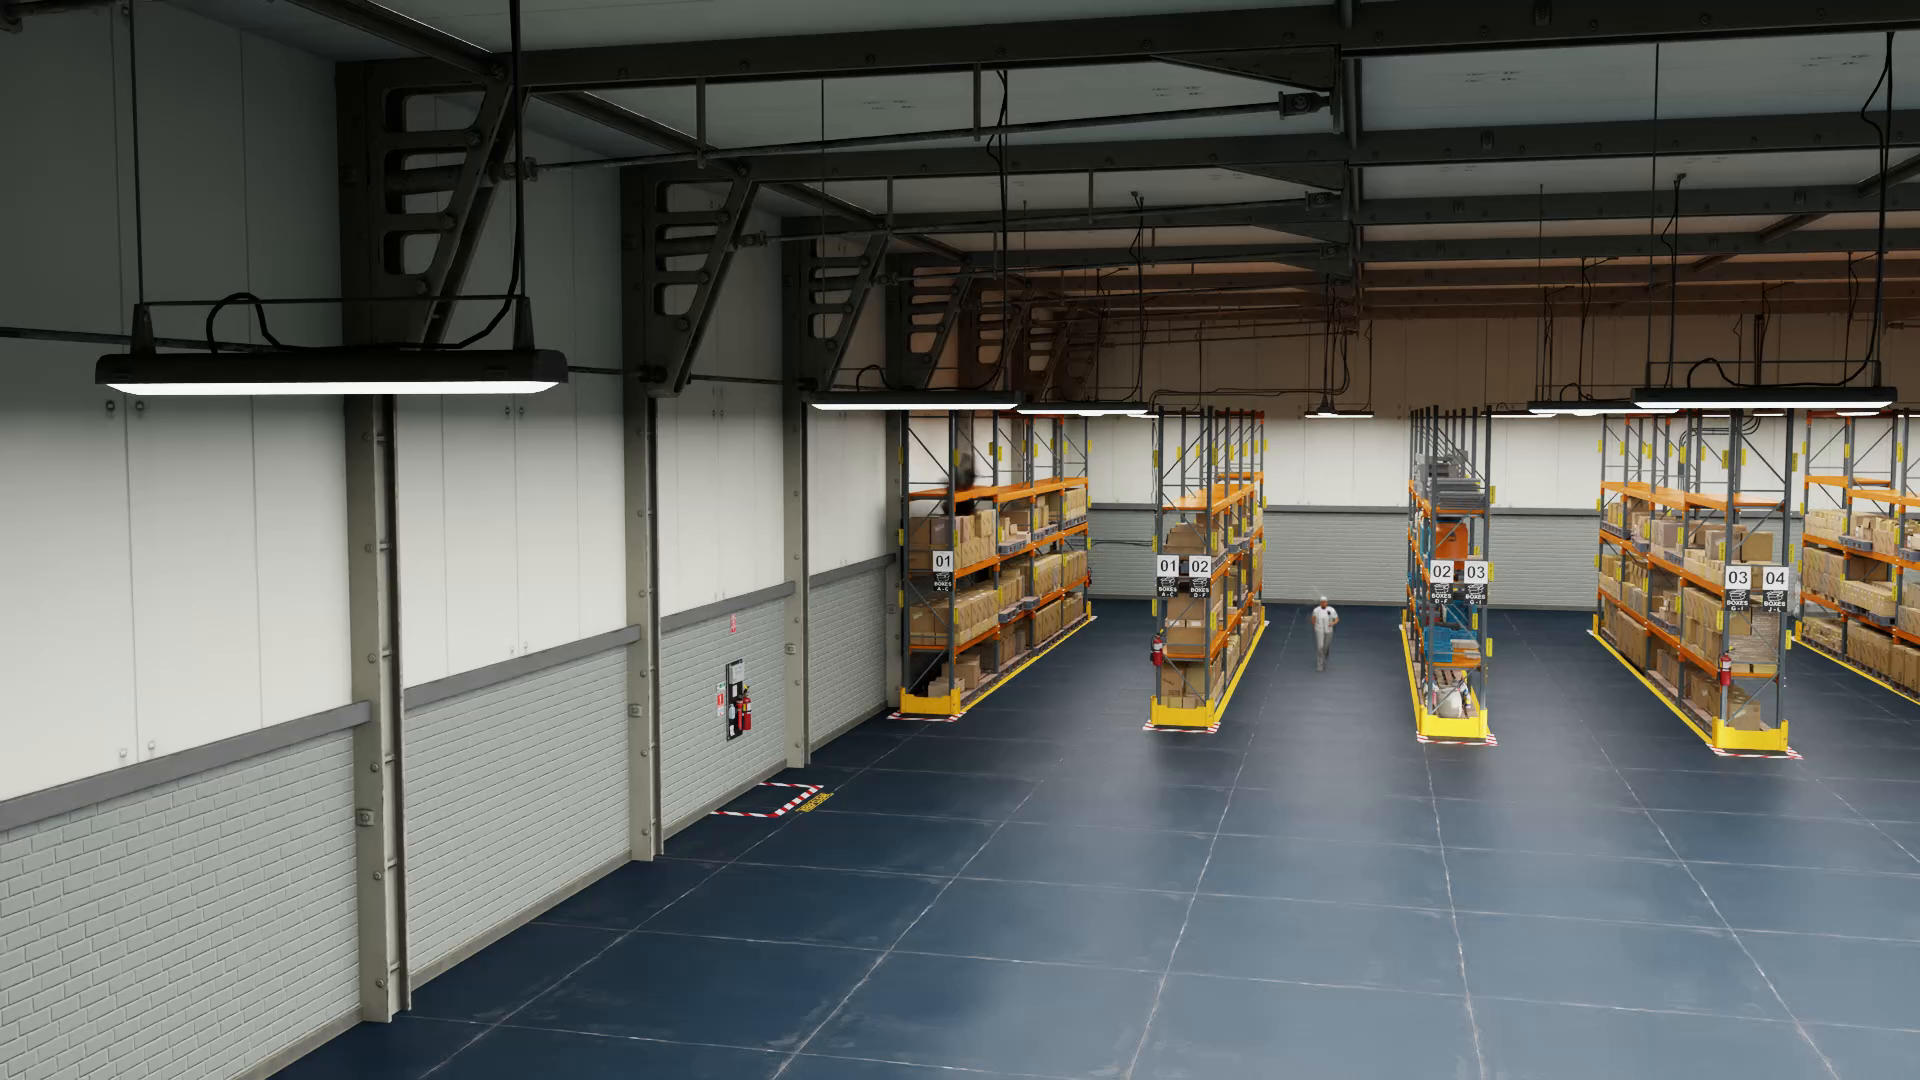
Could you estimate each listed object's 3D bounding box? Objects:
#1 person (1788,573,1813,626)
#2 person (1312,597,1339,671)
[{"bbox_3d":[22.369,1.680,44.252,0.645,1.735,0.710,0,4,3],"label":"person"},{"bbox_3d":[8.420,2.146,38.343,0.601,1.705,0.796,1,4,12],"label":"person"}]
